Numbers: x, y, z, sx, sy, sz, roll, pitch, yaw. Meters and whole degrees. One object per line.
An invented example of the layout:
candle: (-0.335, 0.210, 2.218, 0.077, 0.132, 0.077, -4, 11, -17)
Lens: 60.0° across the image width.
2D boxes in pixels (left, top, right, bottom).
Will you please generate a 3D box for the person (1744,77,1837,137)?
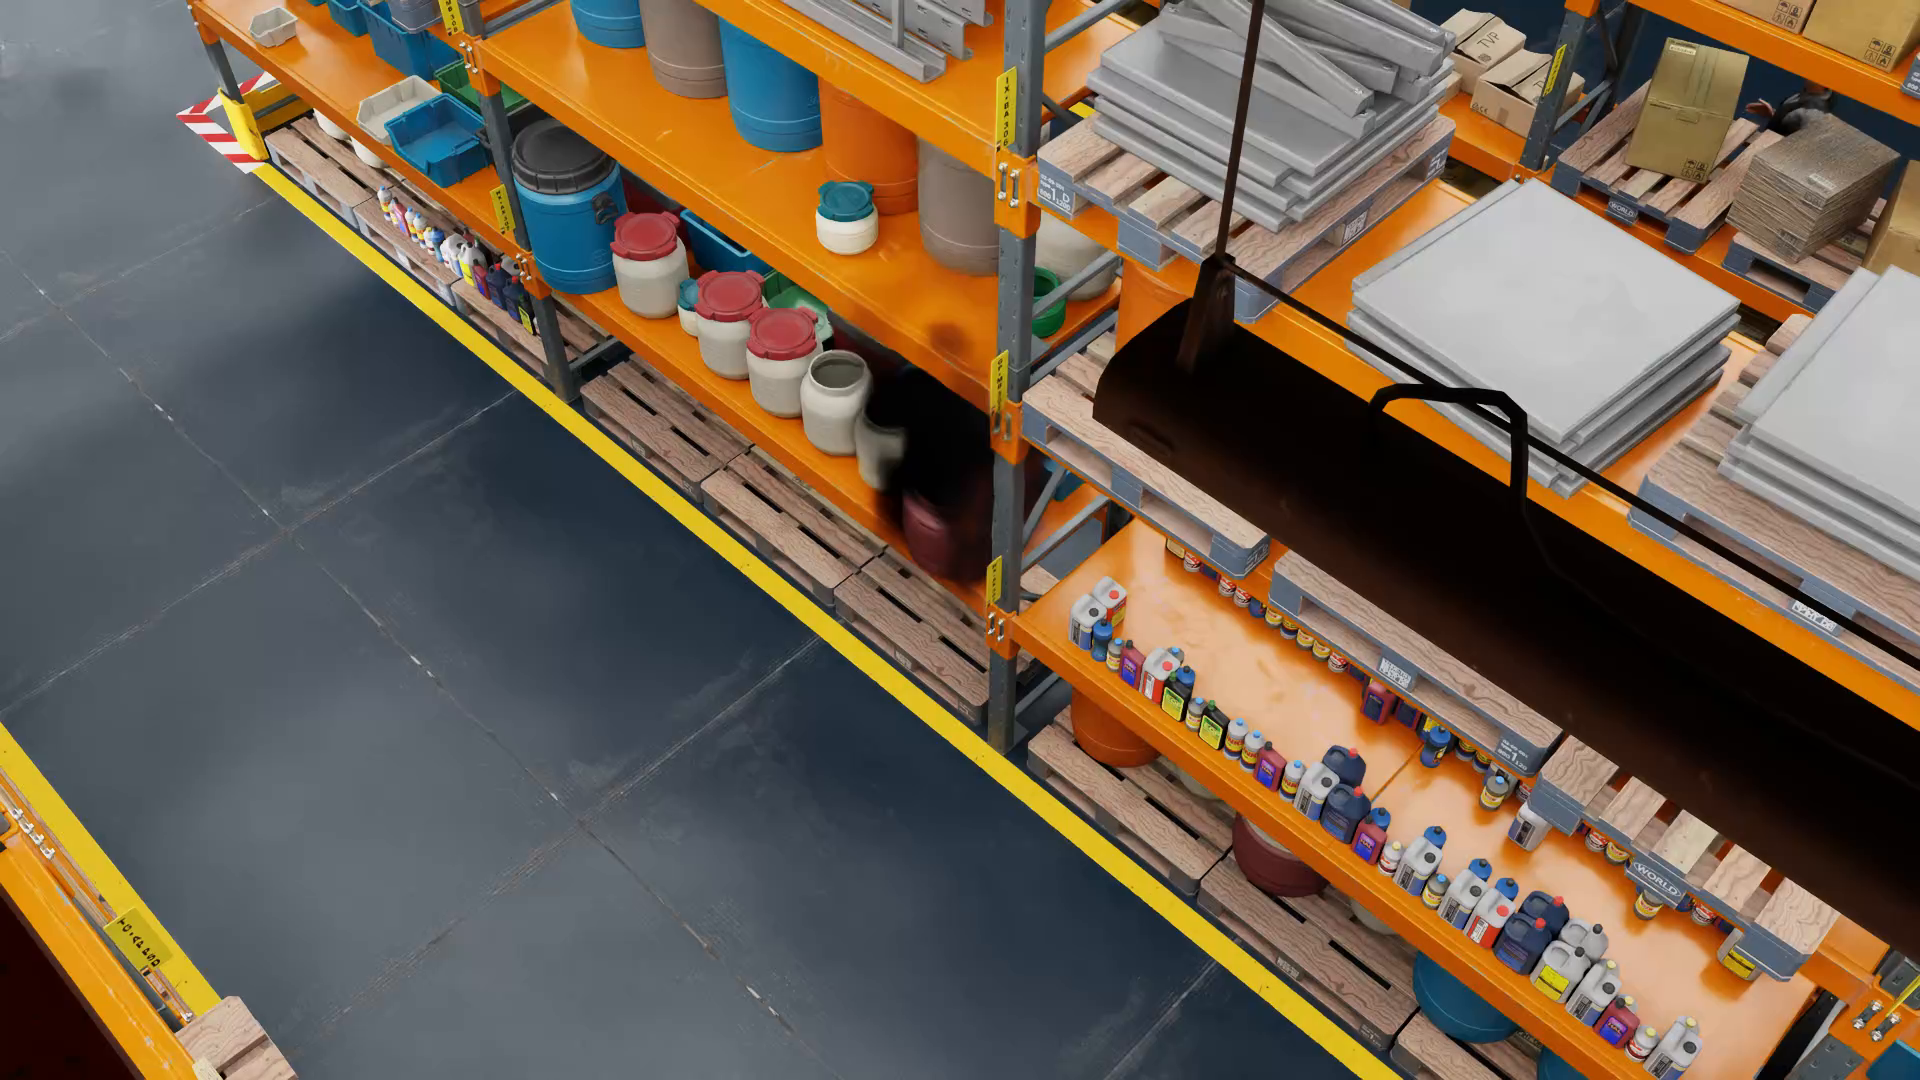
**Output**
person: (5.573, -2.617, 11.471, 0.602, 1.684, 0.647, 30, 56, 23)
